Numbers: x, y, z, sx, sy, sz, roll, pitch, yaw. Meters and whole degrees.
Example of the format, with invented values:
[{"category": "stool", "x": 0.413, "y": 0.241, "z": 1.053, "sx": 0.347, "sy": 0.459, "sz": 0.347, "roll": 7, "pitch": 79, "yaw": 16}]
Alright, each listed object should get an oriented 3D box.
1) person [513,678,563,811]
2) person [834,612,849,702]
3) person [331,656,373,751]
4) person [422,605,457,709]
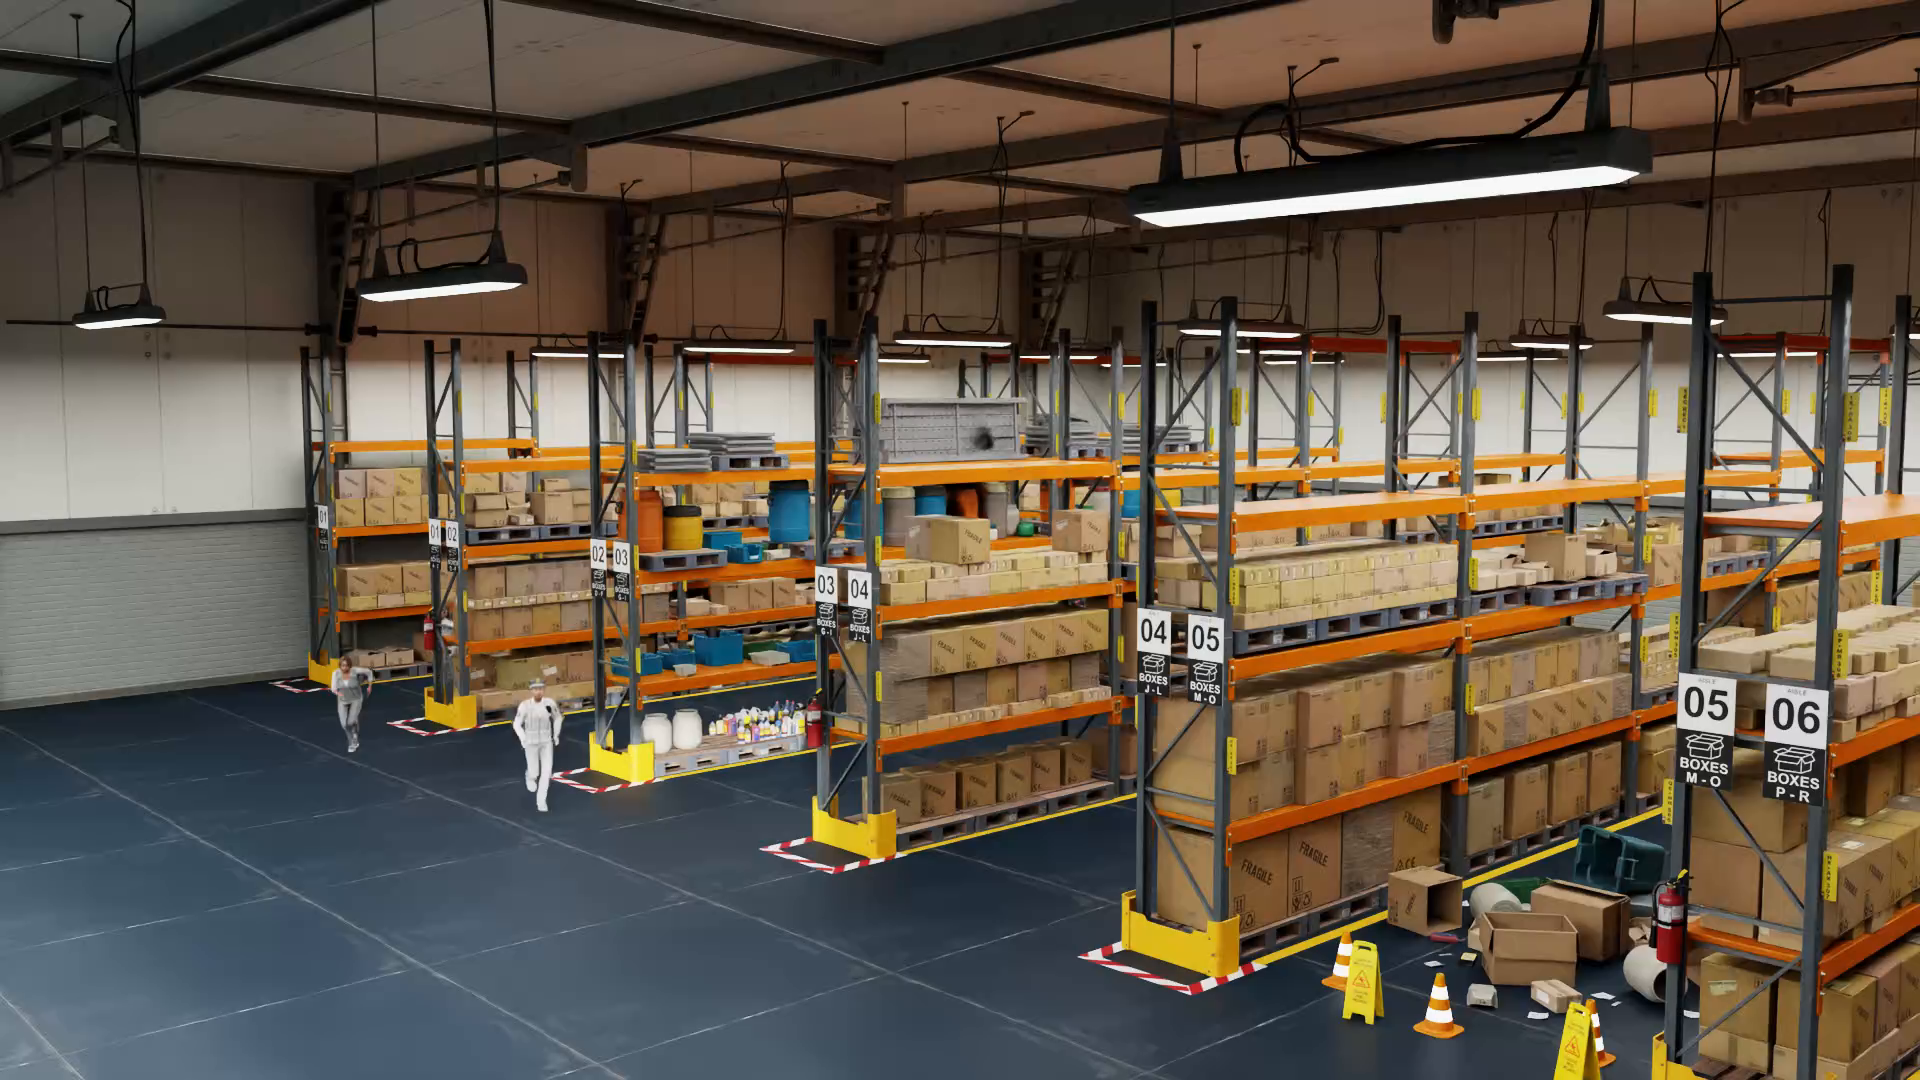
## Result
[{"category": "person", "x": -5.283, "y": 2.520, "z": 20.844, "sx": 0.613, "sy": 1.657, "sz": 0.700, "roll": -2, "pitch": 5, "yaw": -22}, {"category": "person", "x": -1.840, "y": 1.856, "z": 27.582, "sx": 0.921, "sy": 1.748, "sz": 0.653, "roll": -4, "pitch": 7, "yaw": -42}, {"category": "person", "x": -8.711, "y": 2.349, "z": 23.838, "sx": 0.552, "sy": 1.454, "sz": 0.782, "roll": -1, "pitch": 5, "yaw": -11}, {"category": "person", "x": -8.532, "y": 1.882, "z": 27.462, "sx": 0.605, "sy": 1.691, "sz": 0.930, "roll": 4, "pitch": 6, "yaw": 37}]
